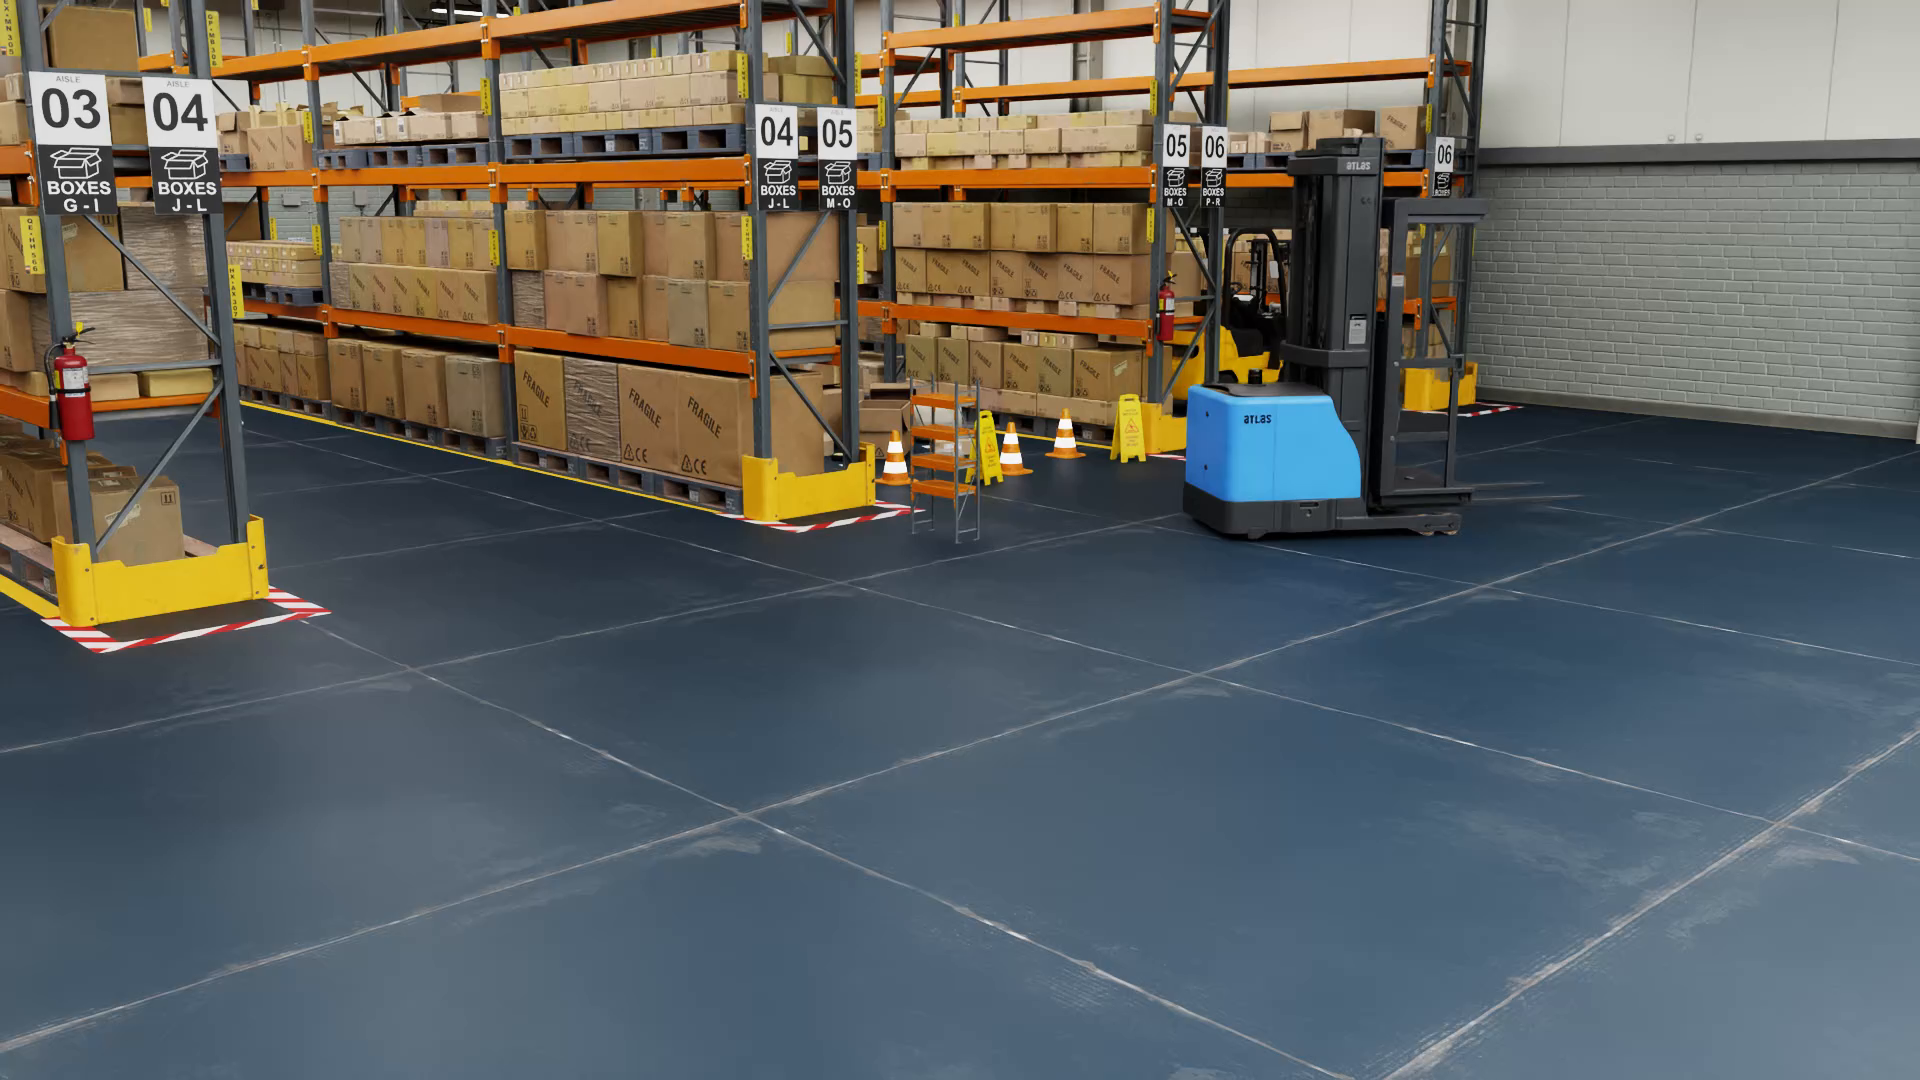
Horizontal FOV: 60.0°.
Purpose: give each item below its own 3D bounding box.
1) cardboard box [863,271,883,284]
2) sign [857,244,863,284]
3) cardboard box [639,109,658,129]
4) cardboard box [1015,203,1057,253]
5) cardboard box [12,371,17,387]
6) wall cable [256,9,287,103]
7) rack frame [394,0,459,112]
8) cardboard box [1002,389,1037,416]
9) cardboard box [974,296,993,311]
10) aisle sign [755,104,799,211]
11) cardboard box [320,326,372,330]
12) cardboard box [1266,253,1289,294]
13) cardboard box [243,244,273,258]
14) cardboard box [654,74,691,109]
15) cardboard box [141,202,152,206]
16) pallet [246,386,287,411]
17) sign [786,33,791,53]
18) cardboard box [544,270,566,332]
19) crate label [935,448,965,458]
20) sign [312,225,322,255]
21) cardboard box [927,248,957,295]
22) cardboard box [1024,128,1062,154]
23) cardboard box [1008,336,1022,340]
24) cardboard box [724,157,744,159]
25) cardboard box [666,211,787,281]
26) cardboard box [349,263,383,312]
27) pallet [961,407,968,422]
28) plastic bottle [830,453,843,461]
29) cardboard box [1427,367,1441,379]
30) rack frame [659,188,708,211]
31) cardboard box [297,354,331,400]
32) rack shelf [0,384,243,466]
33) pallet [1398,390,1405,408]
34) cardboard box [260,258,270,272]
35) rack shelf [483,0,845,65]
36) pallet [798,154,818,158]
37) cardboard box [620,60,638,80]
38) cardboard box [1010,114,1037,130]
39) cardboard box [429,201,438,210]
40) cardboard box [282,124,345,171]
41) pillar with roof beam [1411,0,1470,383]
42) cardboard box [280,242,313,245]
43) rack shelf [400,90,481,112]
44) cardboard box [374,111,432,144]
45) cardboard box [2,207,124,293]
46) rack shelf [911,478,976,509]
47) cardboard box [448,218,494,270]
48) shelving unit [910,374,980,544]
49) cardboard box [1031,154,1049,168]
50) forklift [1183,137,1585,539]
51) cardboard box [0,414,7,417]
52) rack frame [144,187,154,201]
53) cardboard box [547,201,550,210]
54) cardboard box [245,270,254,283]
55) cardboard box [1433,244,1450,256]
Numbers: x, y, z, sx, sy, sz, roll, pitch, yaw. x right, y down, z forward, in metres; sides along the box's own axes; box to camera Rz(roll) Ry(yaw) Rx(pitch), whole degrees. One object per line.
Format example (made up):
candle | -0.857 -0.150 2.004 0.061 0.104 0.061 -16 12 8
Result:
cardboard box | -1.043 -3.124 19.724 0.380 0.149 0.250 -11 16 -42
sign | -0.830 -2.256 13.586 0.100 0.325 0.005 -11 16 -43
cardboard box | -2.414 -3.467 13.708 0.380 0.149 0.250 -11 16 -43
cardboard box | 0.993 -3.285 17.458 0.700 0.500 0.500 -11 16 -43
cardboard box | -5.925 -1.077 10.827 0.380 0.149 0.250 -11 16 -43
wall cable | -12.907 -8.485 31.297 0.463 3.000 0.029 -11 16 -43
rack frame | -8.775 -7.695 27.458 1.000 3.000 0.127 -11 16 -43
cardboard box | 0.804 -1.513 18.095 0.500 0.250 0.500 11 16 43
cardboard box | 0.374 -2.603 18.236 0.380 0.149 0.250 -11 16 -42
aisle sign | -1.404 -2.938 12.795 0.394 0.787 0.004 -11 16 -43
cardboard box | -7.412 -2.441 20.123 0.500 0.250 0.500 -11 16 -43
cardboard box | 4.271 -3.421 21.336 0.500 0.500 0.500 -11 16 -42
cardboard box | -8.322 -3.455 19.855 0.380 0.149 0.250 -10 15 -40
cardboard box | -2.121 -3.618 13.453 0.500 0.250 0.500 -11 16 -42
cardboard box | -10.747 -4.335 22.554 0.500 0.500 0.500 -10 16 -41
pallet | -8.138 -1.811 20.677 1.003 0.211 1.213 -11 16 -43
sign | -2.830 -8.226 27.529 0.100 0.325 0.005 -11 16 -43
cardboard box | -3.339 -2.245 15.501 0.875 0.550 0.550 -11 16 -43
crate label | -0.111 -0.804 15.974 0.298 0.136 0.250 3 12 16
sign | -7.147 -3.335 18.494 0.100 0.325 0.005 -11 16 -43
cardboard box | -0.022 -3.027 18.683 0.500 0.500 0.500 -11 16 -43
cardboard box | 1.018 -4.148 17.314 0.500 0.250 0.500 -10 16 -41
cardboard box | 0.820 -2.034 18.765 0.500 0.500 0.500 -10 15 -40
cardboard box | -2.603 -4.967 21.406 0.700 0.500 0.500 -11 16 -43
cardboard box | -1.911 -2.446 13.802 0.875 0.550 0.550 -11 16 -43
cardboard box | -6.293 -2.756 18.108 0.500 0.500 0.500 -11 16 -43
pallet | 0.001 -1.546 19.393 1.003 0.211 1.213 -11 16 -43
plastic bottle | -1.156 -0.805 16.165 0.283 0.061 0.133 6 13 26
cardboard box | 5.664 -2.071 20.805 0.500 0.250 0.500 -11 16 -42
rack frame | -5.188 -5.448 31.424 1.000 3.000 0.127 -11 16 -43
cardboard box | -7.404 -1.925 19.476 0.500 0.500 0.500 -11 16 -43
rack shelf | -6.274 -0.980 11.516 1.077 0.370 4.000 -11 16 -43
pallet | 5.303 -1.853 20.884 1.003 0.211 1.213 -11 16 -43
cardboard box | -7.973 -3.234 19.522 0.380 0.149 0.250 -11 16 -42
rack shelf | -2.617 -4.399 14.234 1.077 0.370 4.000 -11 16 -43
pallet | -1.556 -4.638 20.521 1.213 0.211 1.003 -11 16 -43
cardboard box | -2.592 -3.895 13.810 0.380 0.149 0.250 -11 16 -43
cardboard box | 0.744 -4.385 17.475 0.380 0.149 0.250 -10 16 -41
cardboard box | -8.401 -5.440 27.049 0.380 0.149 0.250 -10 15 -41
cardboard box | -7.339 -4.450 18.897 0.500 0.500 0.500 -11 16 -43
pillar with roof beam | 2.919 -5.679 17.675 9.100 9.000 0.400 -11 16 -43
cardboard box | -8.205 -3.620 20.657 0.250 0.149 0.380 11 16 43
rack shelf | -7.394 -6.854 26.155 1.077 0.370 4.000 -11 16 -43
cardboard box | -5.719 -4.280 17.251 0.500 0.311 0.500 -11 16 -44
cardboard box | -5.452 -1.770 10.108 0.500 0.500 0.500 -11 16 -43
rack shelf | -0.114 -0.351 12.461 0.258 0.148 0.480 -11 16 -43
cardboard box | -4.702 -2.986 16.743 0.700 0.500 0.500 -11 16 -43
shelving unit | -0.114 -0.612 12.408 0.258 1.200 0.503 -11 16 -43
cardboard box | 0.962 -3.971 17.442 0.250 0.149 0.380 11 16 44
forklift | 3.333 -1.568 12.759 3.031 2.935 1.130 -2 12 -11
cardboard box | -8.380 -0.780 13.868 0.700 0.500 0.500 -11 16 -43
rack frame | -12.285 -4.052 24.644 1.000 3.000 0.127 -11 16 -43
cardboard box | -6.231 -5.146 25.624 0.380 0.149 0.250 -11 16 -42
cardboard box | -8.316 -3.163 19.911 0.380 0.149 0.250 -10 15 -41
cardboard box | 5.815 -3.566 20.430 0.250 0.149 0.380 11 16 44
